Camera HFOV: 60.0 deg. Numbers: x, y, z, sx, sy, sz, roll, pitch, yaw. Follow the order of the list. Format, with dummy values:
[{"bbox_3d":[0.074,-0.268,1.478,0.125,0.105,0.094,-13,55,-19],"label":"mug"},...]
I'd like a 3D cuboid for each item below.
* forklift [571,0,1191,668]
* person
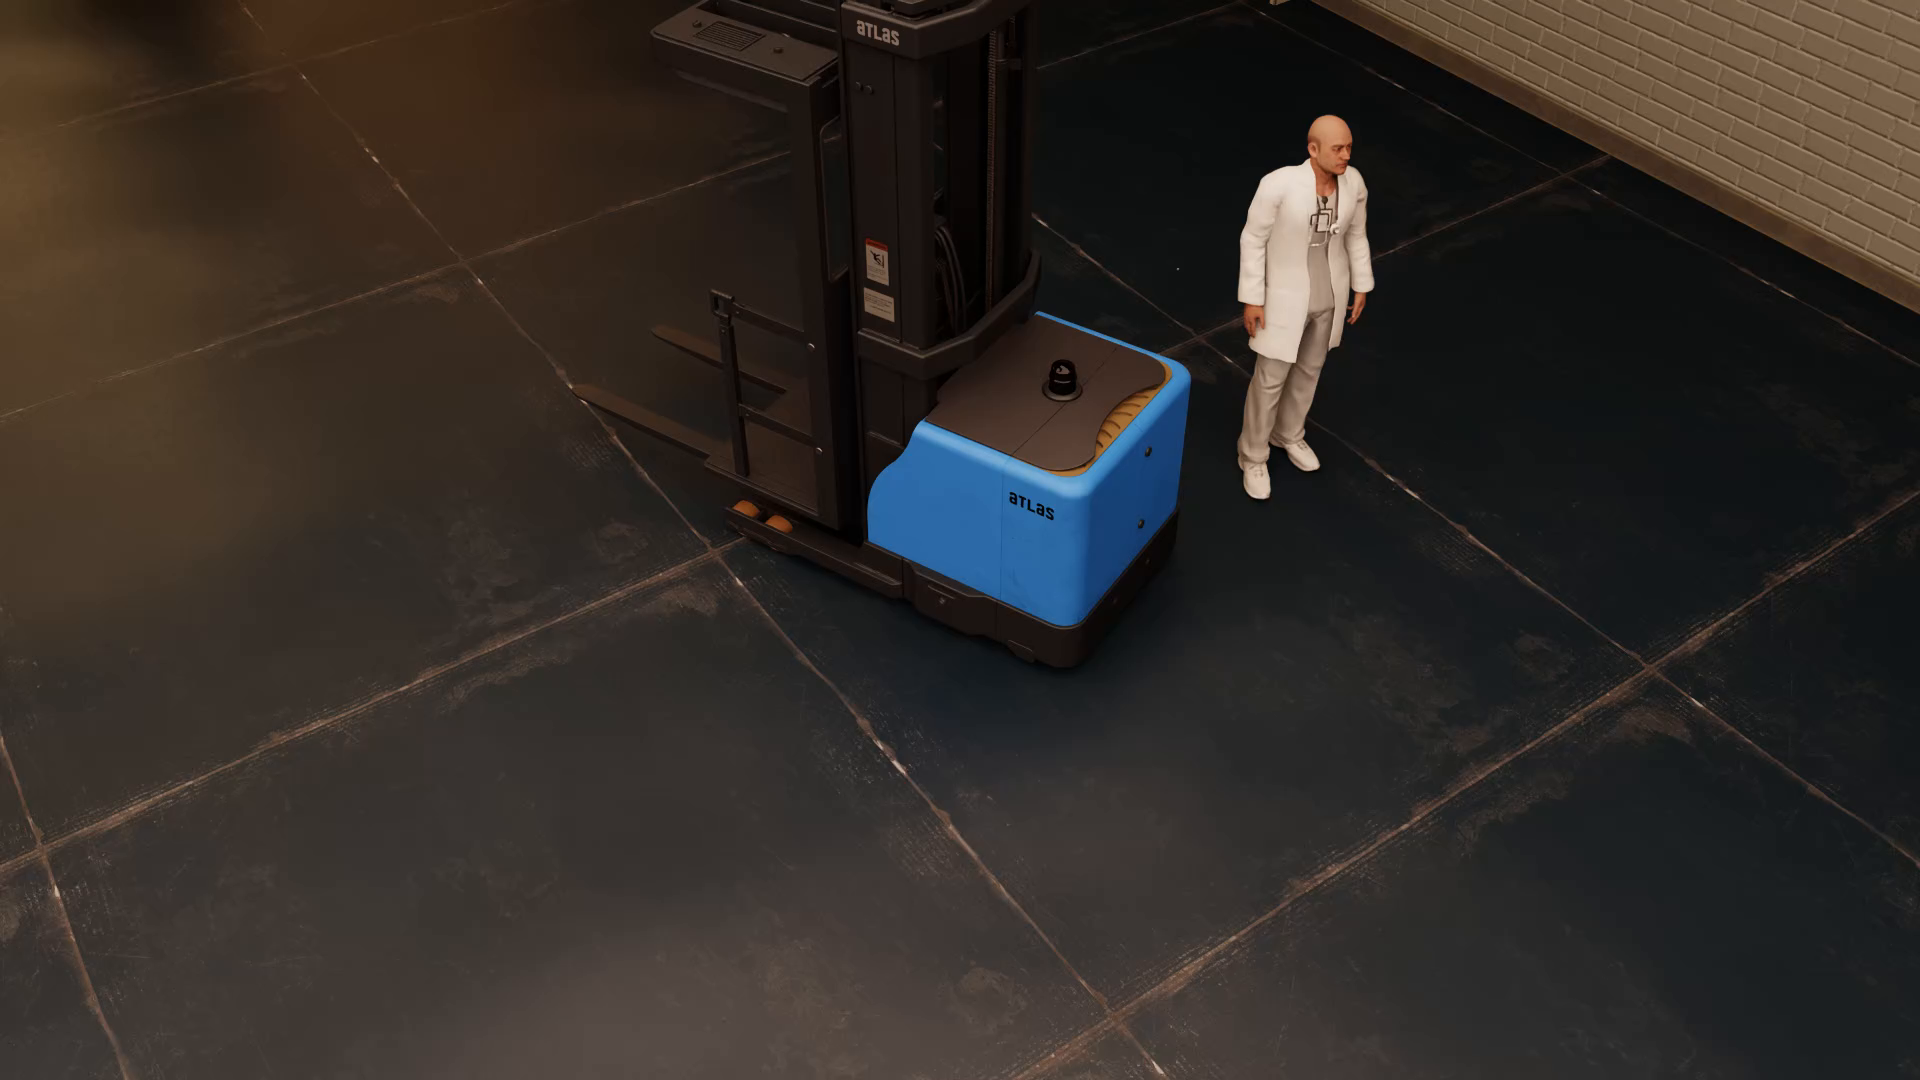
[{"bbox_3d":[-0.511,-1.302,7.129,3.031,2.935,1.130,24,48,24],"label":"forklift"},{"bbox_3d":[1.637,-1.074,7.721,0.694,1.776,0.581,-13,44,-14],"label":"person"}]
